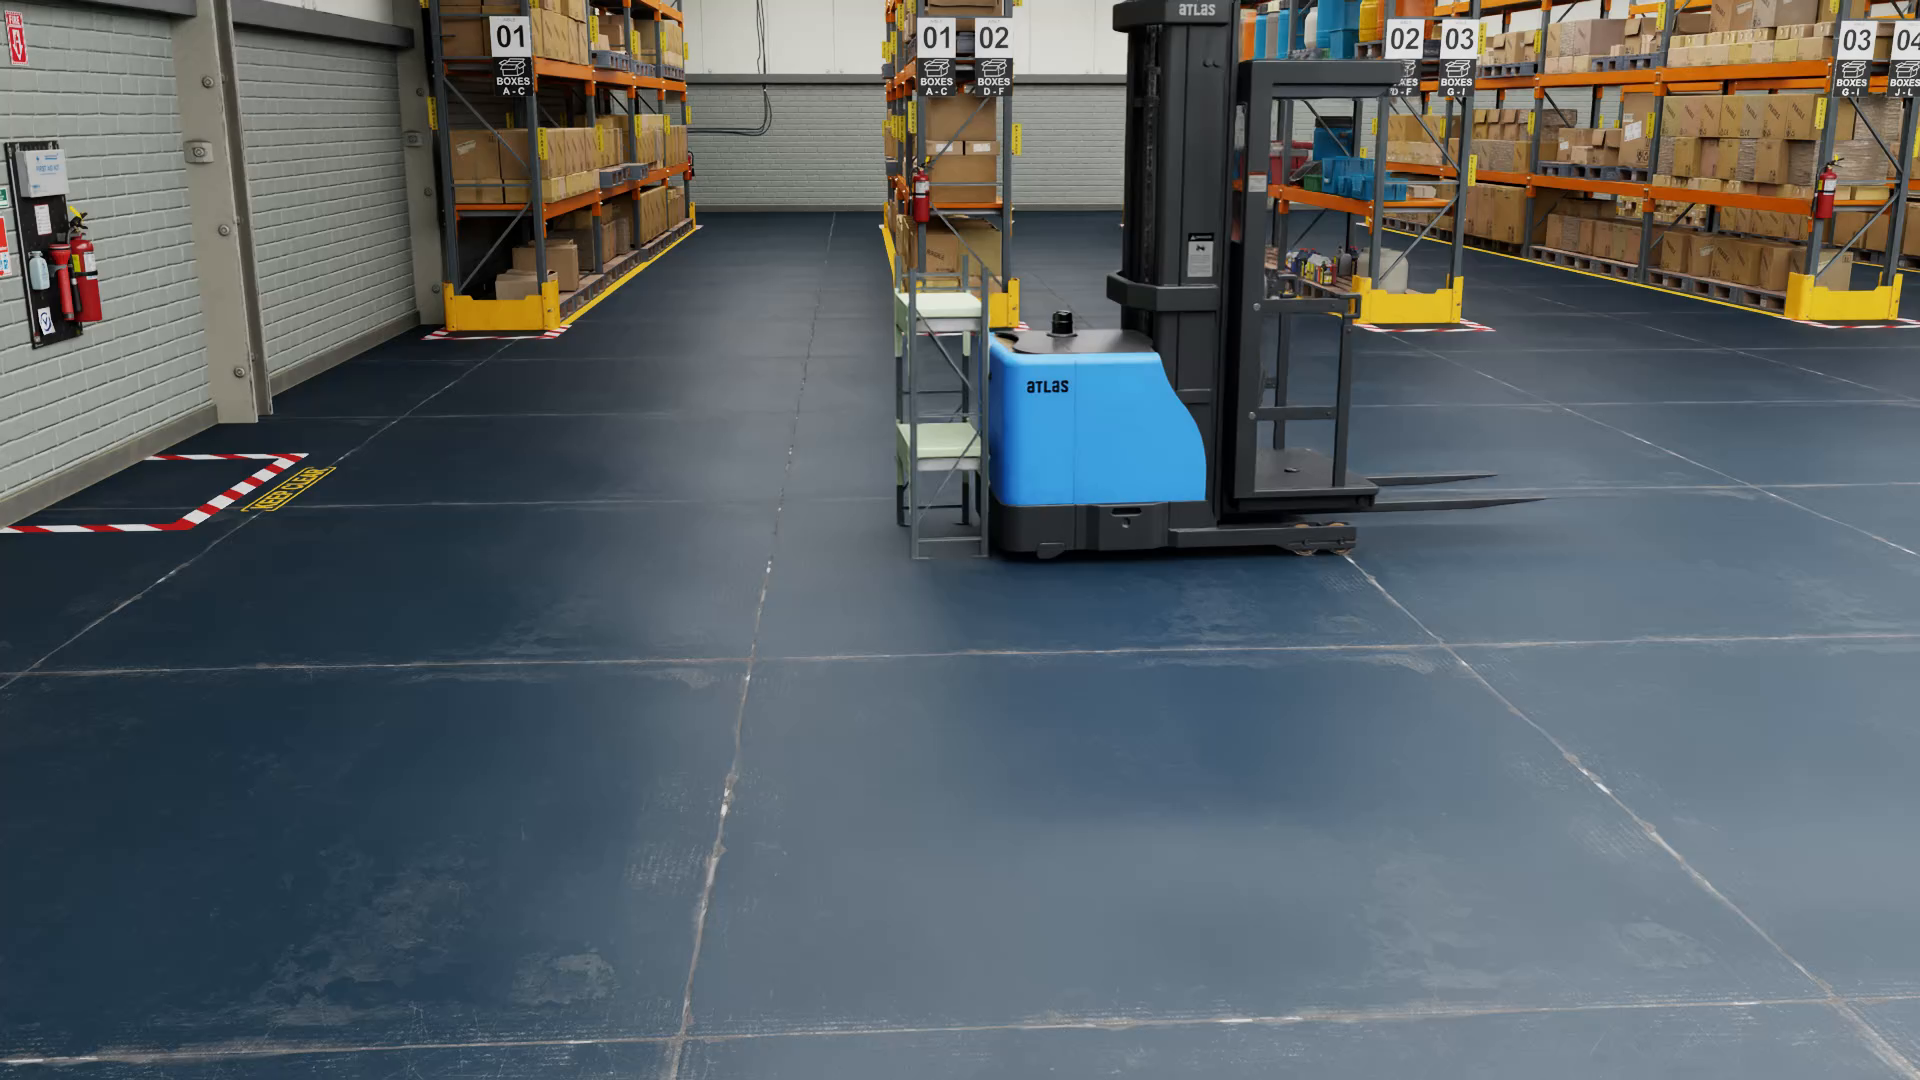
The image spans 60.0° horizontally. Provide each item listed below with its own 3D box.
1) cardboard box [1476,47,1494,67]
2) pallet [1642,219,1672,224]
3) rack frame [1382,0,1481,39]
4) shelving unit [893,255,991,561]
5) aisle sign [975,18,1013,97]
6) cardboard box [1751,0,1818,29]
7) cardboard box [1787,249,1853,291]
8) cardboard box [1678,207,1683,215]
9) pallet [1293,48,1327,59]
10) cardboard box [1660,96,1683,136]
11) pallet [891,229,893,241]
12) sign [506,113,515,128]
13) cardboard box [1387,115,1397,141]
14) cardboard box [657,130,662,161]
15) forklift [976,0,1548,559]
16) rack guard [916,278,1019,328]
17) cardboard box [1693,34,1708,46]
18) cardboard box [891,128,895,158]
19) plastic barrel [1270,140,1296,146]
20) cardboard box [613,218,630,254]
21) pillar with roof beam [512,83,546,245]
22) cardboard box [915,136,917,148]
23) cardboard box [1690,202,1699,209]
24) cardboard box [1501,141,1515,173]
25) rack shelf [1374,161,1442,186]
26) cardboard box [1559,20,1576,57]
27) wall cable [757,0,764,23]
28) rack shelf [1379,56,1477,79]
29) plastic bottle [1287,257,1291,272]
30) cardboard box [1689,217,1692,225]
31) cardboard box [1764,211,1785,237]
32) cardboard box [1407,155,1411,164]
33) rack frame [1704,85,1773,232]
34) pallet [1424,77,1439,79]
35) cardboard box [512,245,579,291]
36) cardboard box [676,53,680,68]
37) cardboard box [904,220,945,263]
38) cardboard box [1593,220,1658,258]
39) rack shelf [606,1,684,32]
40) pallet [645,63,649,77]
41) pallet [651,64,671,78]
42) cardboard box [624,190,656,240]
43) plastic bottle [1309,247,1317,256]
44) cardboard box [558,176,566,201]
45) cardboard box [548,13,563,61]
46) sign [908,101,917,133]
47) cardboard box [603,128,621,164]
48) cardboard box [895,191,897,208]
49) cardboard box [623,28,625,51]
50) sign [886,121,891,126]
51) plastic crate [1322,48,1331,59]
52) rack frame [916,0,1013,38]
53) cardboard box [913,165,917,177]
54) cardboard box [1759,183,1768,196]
[{"bbox_3d":[9.167,-8.261,28.430,0.500,0.311,0.500,-1,14,-5],"label":"cardboard box"},{"bbox_3d":[13.990,-6.094,32.287,1.003,0.211,1.213,-1,14,-3],"label":"pallet"},{"bbox_3d":[4.989,-6.767,17.267,1.000,3.000,0.127,-1,14,-3],"label":"rack frame"},{"bbox_3d":[-0.103,-0.720,8.814,0.431,1.500,0.755,-2,15,-7],"label":"shelving unit"},{"bbox_3d":[0.355,-5.033,17.351,0.394,0.787,0.004,-1,14,-3],"label":"aisle sign"},{"bbox_3d":[9.584,-6.207,19.309,0.500,0.500,0.500,-1,14,-3],"label":"cardboard box"},{"bbox_3d":[9.911,-3.086,19.175,0.500,0.500,0.500,2,15,7],"label":"cardboard box"},{"bbox_3d":[13.828,-6.211,31.429,0.380,0.149,0.250,-1,14,-3],"label":"cardboard box"},{"bbox_3d":[4.884,-6.039,20.839,1.213,0.211,1.003,-1,14,-3],"label":"pallet"},{"bbox_3d":[9.459,-5.493,21.553,0.500,0.500,0.500,-1,14,-3],"label":"cardboard box"},{"bbox_3d":[-0.740,-5.590,30.331,1.003,0.211,1.213,-1,14,-3],"label":"pallet"},{"bbox_3d":[-5.700,-5.254,21.105,0.100,0.325,0.005,-1,14,-3],"label":"sign"},{"bbox_3d":[8.733,-8.104,32.702,0.500,0.500,0.500,-1,14,-5],"label":"cardboard box"},{"bbox_3d":[-5.321,-6.657,28.043,0.500,0.500,0.500,-1,14,-3],"label":"cardboard box"},{"bbox_3d":[1.646,-1.464,8.835,3.031,2.935,1.130,-2,15,-7],"label":"forklift"},{"bbox_3d":[0.047,-2.569,18.009,1.175,0.500,0.348,-1,14,-3],"label":"rack guard"},{"bbox_3d":[9.478,-6.287,20.922,0.380,0.149,0.250,-1,14,-3],"label":"cardboard box"},{"bbox_3d":[-0.786,-6.731,28.123,0.700,0.500,0.500,1,14,5],"label":"cardboard box"},{"bbox_3d":[4.825,-5.806,25.300,0.600,0.536,0.708,-1,14,-3],"label":"plastic barrel"},{"bbox_3d":[-5.298,-4.522,24.716,0.700,0.500,0.500,-1,14,-3],"label":"cardboard box"},{"bbox_3d":[-1.880,-8.333,23.355,9.100,9.000,0.400,-1,14,-3],"label":"pillar with roof beam"},{"bbox_3d":[-0.379,-5.073,21.222,0.380,0.149,0.250,-1,14,-4],"label":"cardboard box"},{"bbox_3d":[13.809,-6.232,30.912,0.380,0.149,0.250,-1,14,-3],"label":"cardboard box"},{"bbox_3d":[9.134,-6.219,26.976,0.500,0.500,0.500,-1,14,-4],"label":"cardboard box"},{"bbox_3d":[9.065,-7.071,31.933,1.077,0.370,4.000,-1,14,-3],"label":"rack shelf"},{"bbox_3d":[9.237,-7.424,24.635,0.500,0.500,0.500,-1,14,-3],"label":"cardboard box"},{"bbox_3d":[-3.184,-12.989,37.546,3.097,2.526,0.112,-1,14,-3],"label":"wall cable"},{"bbox_3d":[4.865,-5.463,19.663,1.077,0.370,4.000,-1,14,-3],"label":"rack shelf"},{"bbox_3d":[4.330,-3.603,21.742,0.097,0.201,0.097,0,14,0],"label":"plastic bottle"},{"bbox_3d":[13.849,-5.955,31.028,0.380,0.149,0.250,0,14,-2],"label":"cardboard box"},{"bbox_3d":[14.015,-5.392,28.136,0.500,0.500,0.500,-2,15,-6],"label":"cardboard box"},{"bbox_3d":[8.749,-7.254,31.705,0.380,0.149,0.250,-1,14,-3],"label":"cardboard box"},{"bbox_3d":[14.146,-6.974,30.110,1.000,3.000,0.127,-1,14,-3],"label":"rack frame"},{"bbox_3d":[9.149,-8.536,30.339,1.003,0.211,1.213,-1,14,-3],"label":"pallet"},{"bbox_3d":[-4.883,-3.209,19.614,0.700,0.500,0.500,-2,15,-7],"label":"cardboard box"},{"bbox_3d":[-5.546,-9.012,31.270,0.500,0.250,0.500,-1,14,-6],"label":"cardboard box"},{"bbox_3d":[-0.424,-3.647,20.350,0.500,0.500,0.500,-1,14,-3],"label":"cardboard box"},{"bbox_3d":[9.623,-4.346,24.032,0.700,0.500,0.500,-2,15,-8],"label":"cardboard box"},{"bbox_3d":[-5.766,-9.553,30.344,1.077,0.370,4.000,-1,14,-3],"label":"rack shelf"},{"bbox_3d":[-5.559,-7.497,26.502,1.003,0.211,1.213,0,14,-1],"label":"pallet"},{"bbox_3d":[-5.682,-8.306,29.448,1.003,0.211,1.213,-1,14,-3],"label":"pallet"},{"bbox_3d":[-5.357,-5.263,26.934,0.750,0.750,0.750,-1,14,-4],"label":"cardboard box"},{"bbox_3d":[4.521,-3.581,21.359,0.144,0.351,0.185,-1,14,-3],"label":"plastic bottle"},{"bbox_3d":[-4.658,-3.901,18.428,0.500,0.250,0.500,-1,14,-5],"label":"cardboard box"},{"bbox_3d":[-4.704,-5.569,18.392,0.500,0.500,0.500,0,14,-1],"label":"cardboard box"},{"bbox_3d":[-0.497,-4.456,17.528,0.100,0.325,0.005,-1,14,-3],"label":"sign"},{"bbox_3d":[-5.294,-5.704,24.093,0.700,0.500,0.500,-2,15,-9],"label":"cardboard box"},{"bbox_3d":[-0.818,-5.638,27.549,0.500,0.250,0.500,-1,14,-4],"label":"cardboard box"},{"bbox_3d":[-5.588,-7.801,26.221,0.700,0.500,0.500,0,14,-1],"label":"cardboard box"},{"bbox_3d":[-1.239,-7.179,29.172,0.100,0.325,0.005,-1,14,-3],"label":"sign"},{"bbox_3d":[4.567,-5.810,19.992,0.336,0.188,0.450,-1,14,-3],"label":"plastic crate"},{"bbox_3d":[0.045,-6.691,16.973,1.000,3.000,0.127,-1,14,-3],"label":"rack frame"},{"bbox_3d":[-0.440,-4.931,22.442,0.396,0.266,0.258,-1,14,-5],"label":"cardboard box"},{"bbox_3d":[9.653,-4.133,19.573,0.380,0.149,0.250,-1,14,-3],"label":"cardboard box"}]
